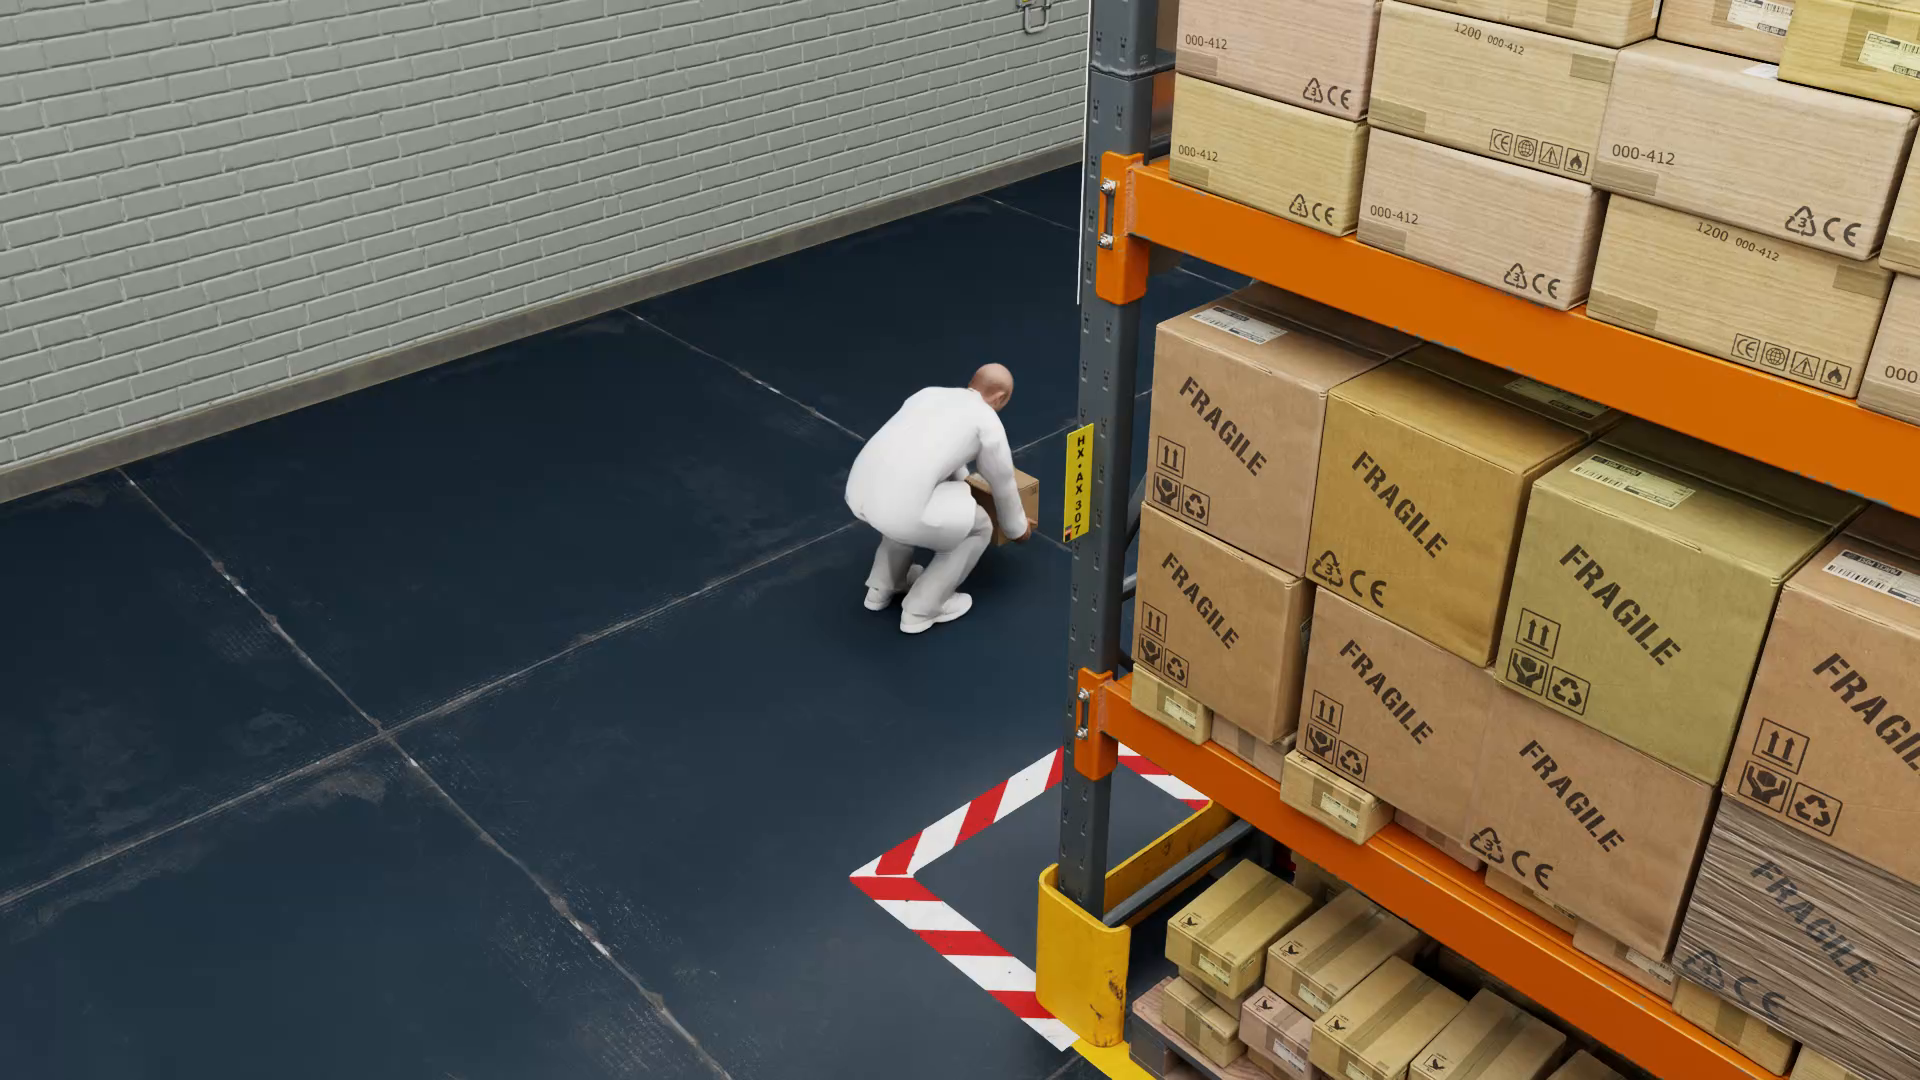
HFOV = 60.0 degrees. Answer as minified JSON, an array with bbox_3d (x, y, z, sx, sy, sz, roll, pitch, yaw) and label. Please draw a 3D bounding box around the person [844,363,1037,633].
[{"bbox_3d":[-0.085,-0.173,7.210,0.940,0.970,0.591,-27,41,-37],"label":"person"}]
